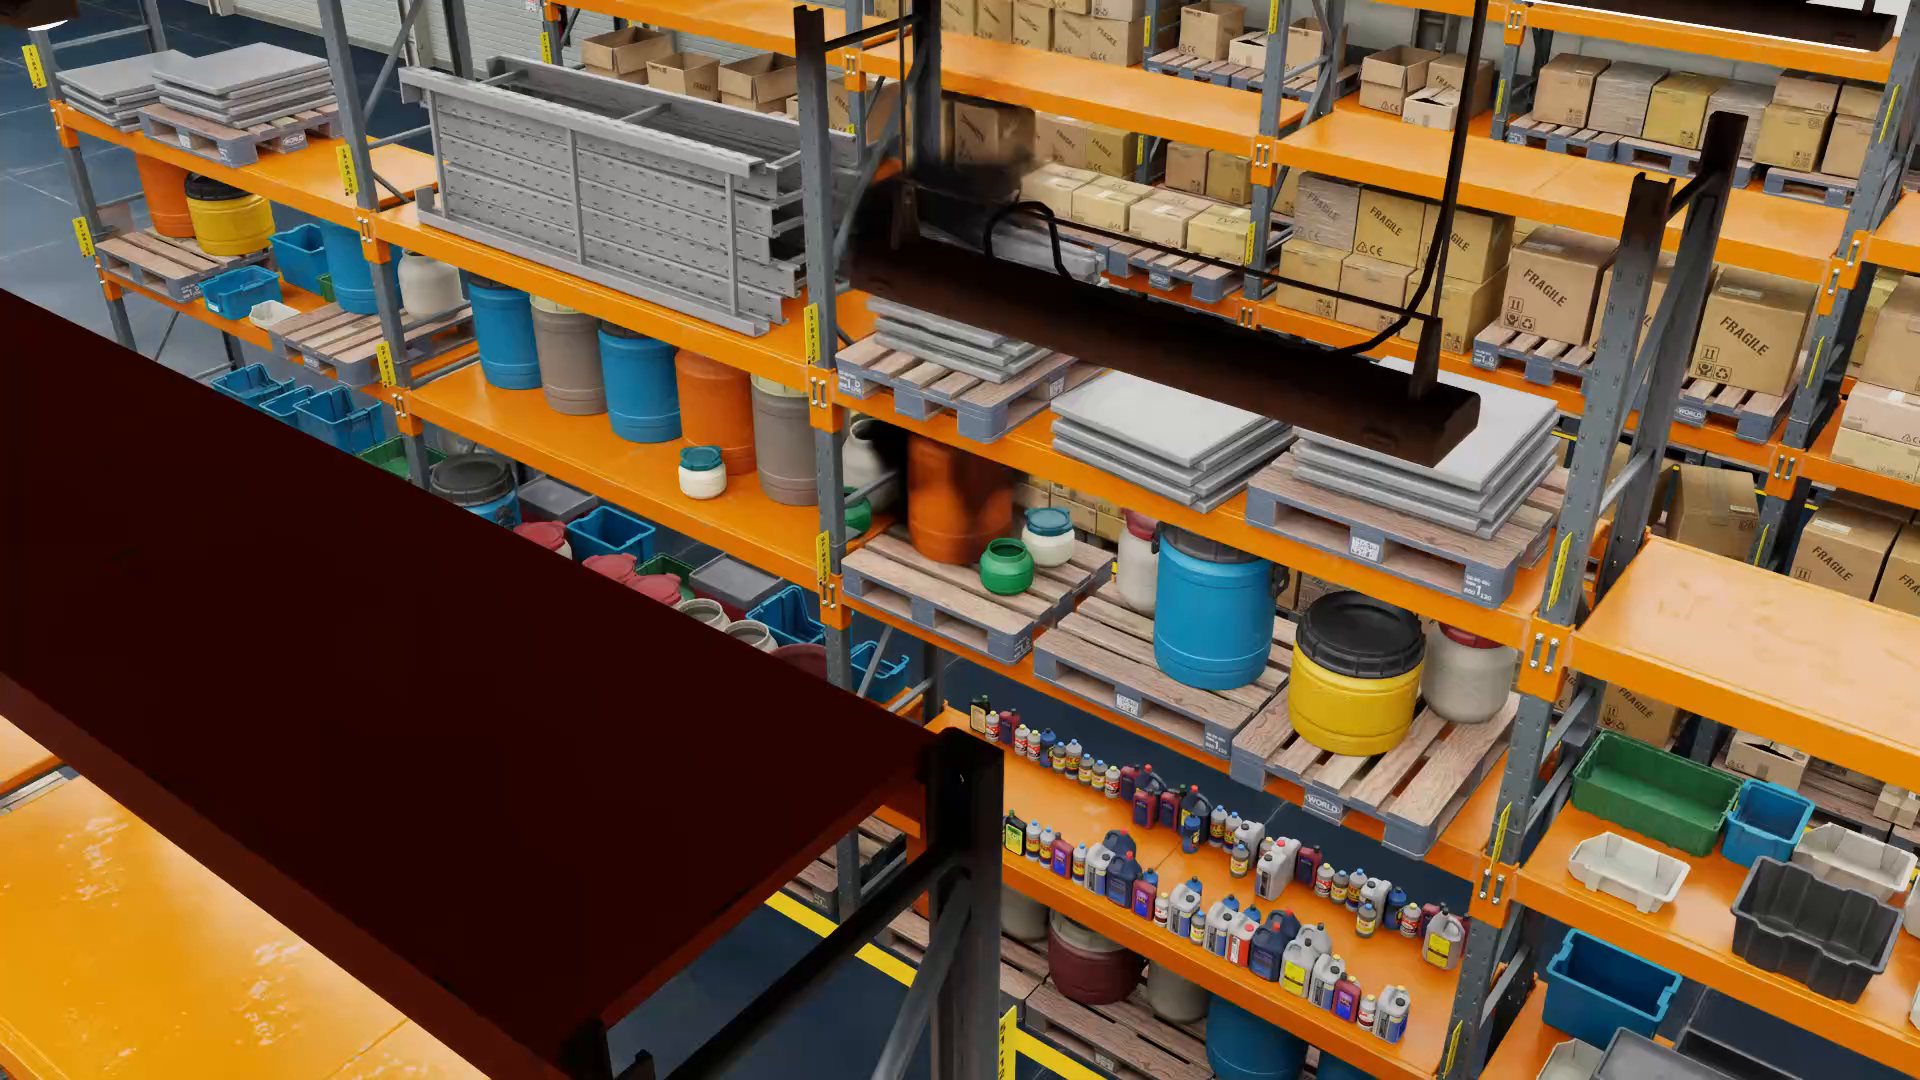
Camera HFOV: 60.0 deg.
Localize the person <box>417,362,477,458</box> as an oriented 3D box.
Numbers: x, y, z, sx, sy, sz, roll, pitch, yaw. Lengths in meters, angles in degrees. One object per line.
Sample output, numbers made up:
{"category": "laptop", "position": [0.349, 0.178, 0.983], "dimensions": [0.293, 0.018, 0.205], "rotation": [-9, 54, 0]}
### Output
{"category": "person", "position": [-4.806, -1.260, 15.699], "dimensions": [0.899, 1.674, 0.583], "rotation": [9, 33, 15]}
